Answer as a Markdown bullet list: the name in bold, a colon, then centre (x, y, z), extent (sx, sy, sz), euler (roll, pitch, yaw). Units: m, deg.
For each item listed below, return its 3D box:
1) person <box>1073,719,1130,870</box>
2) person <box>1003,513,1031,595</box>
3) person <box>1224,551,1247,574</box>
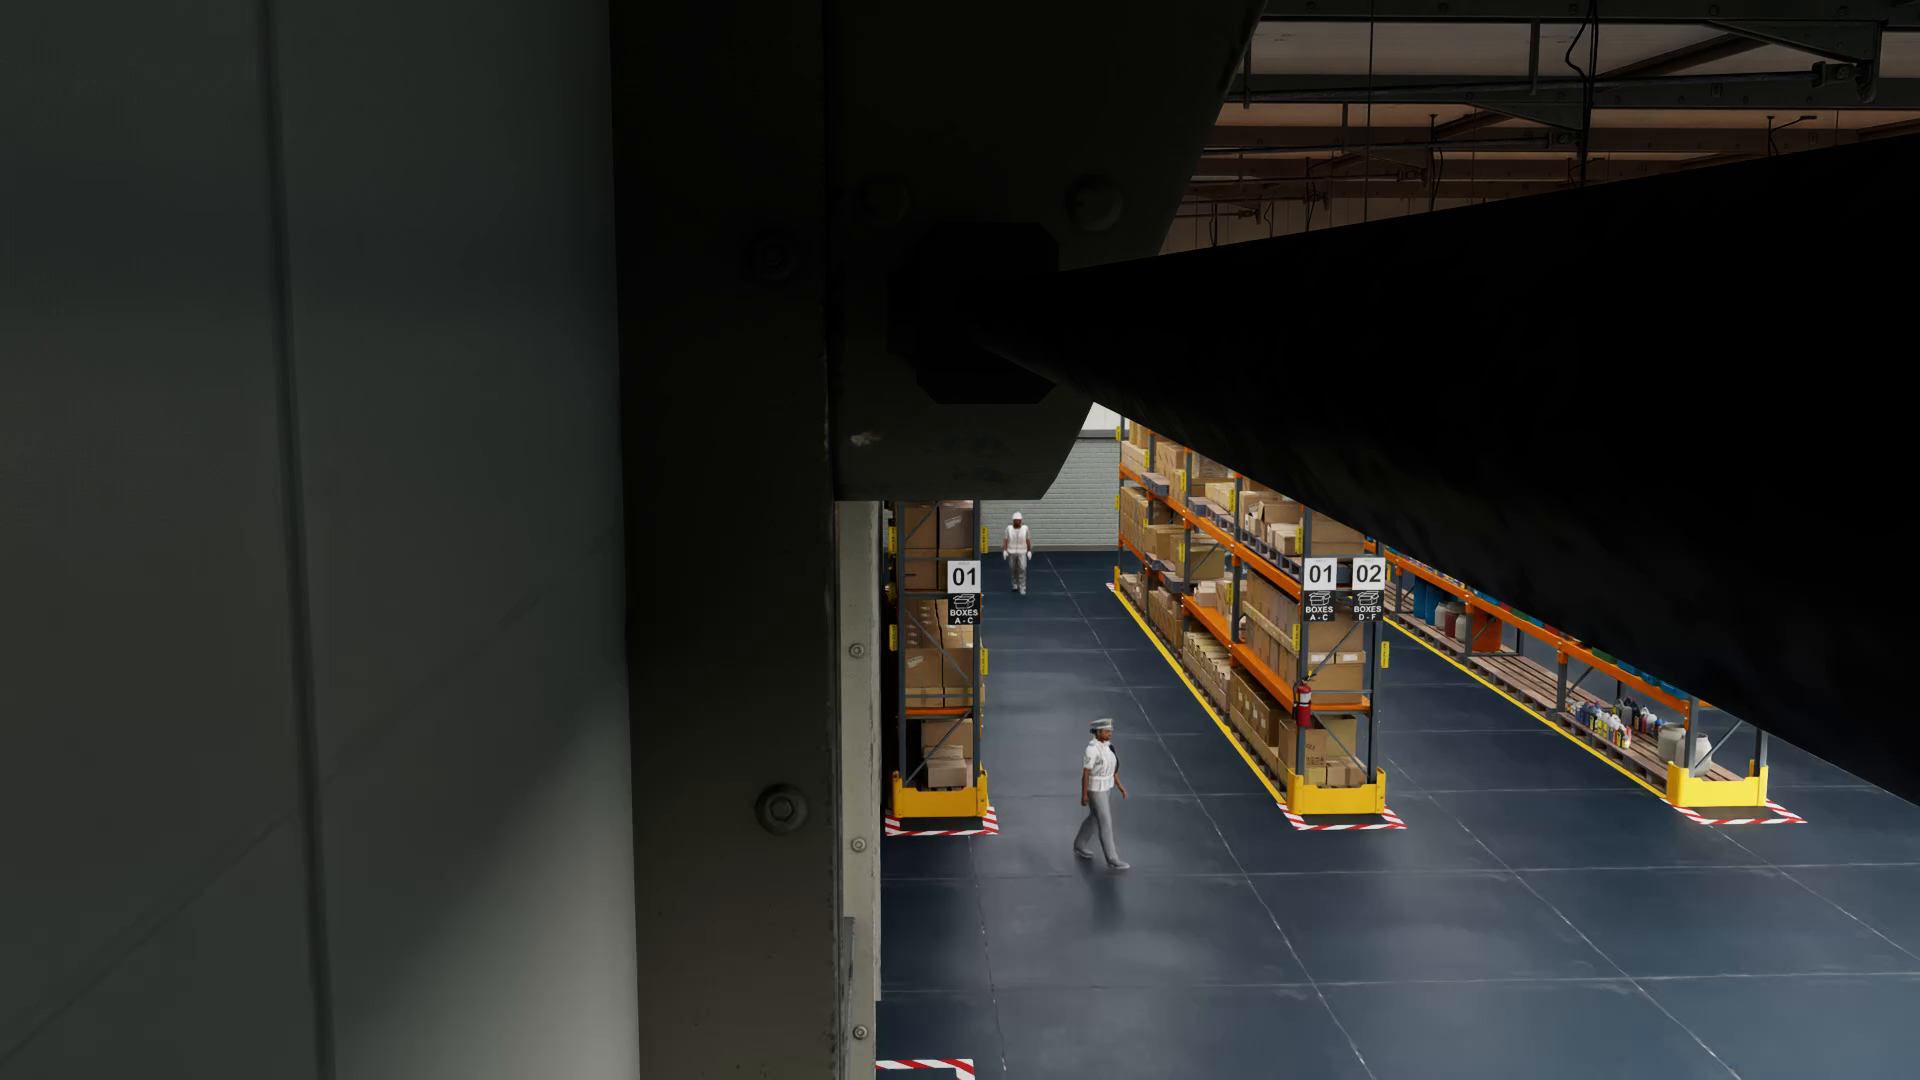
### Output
- **person**: centre (1.626, 2.823, 18.742), extent (0.824, 1.644, 0.523), euler (5, 9, 30)
- **person**: centre (1.228, 0.276, 35.925), extent (0.603, 1.722, 0.995), euler (1, 8, 6)
- **person**: centre (6.351, 0.031, 38.728), extent (0.806, 1.473, 0.426), euler (5, 10, 30)
